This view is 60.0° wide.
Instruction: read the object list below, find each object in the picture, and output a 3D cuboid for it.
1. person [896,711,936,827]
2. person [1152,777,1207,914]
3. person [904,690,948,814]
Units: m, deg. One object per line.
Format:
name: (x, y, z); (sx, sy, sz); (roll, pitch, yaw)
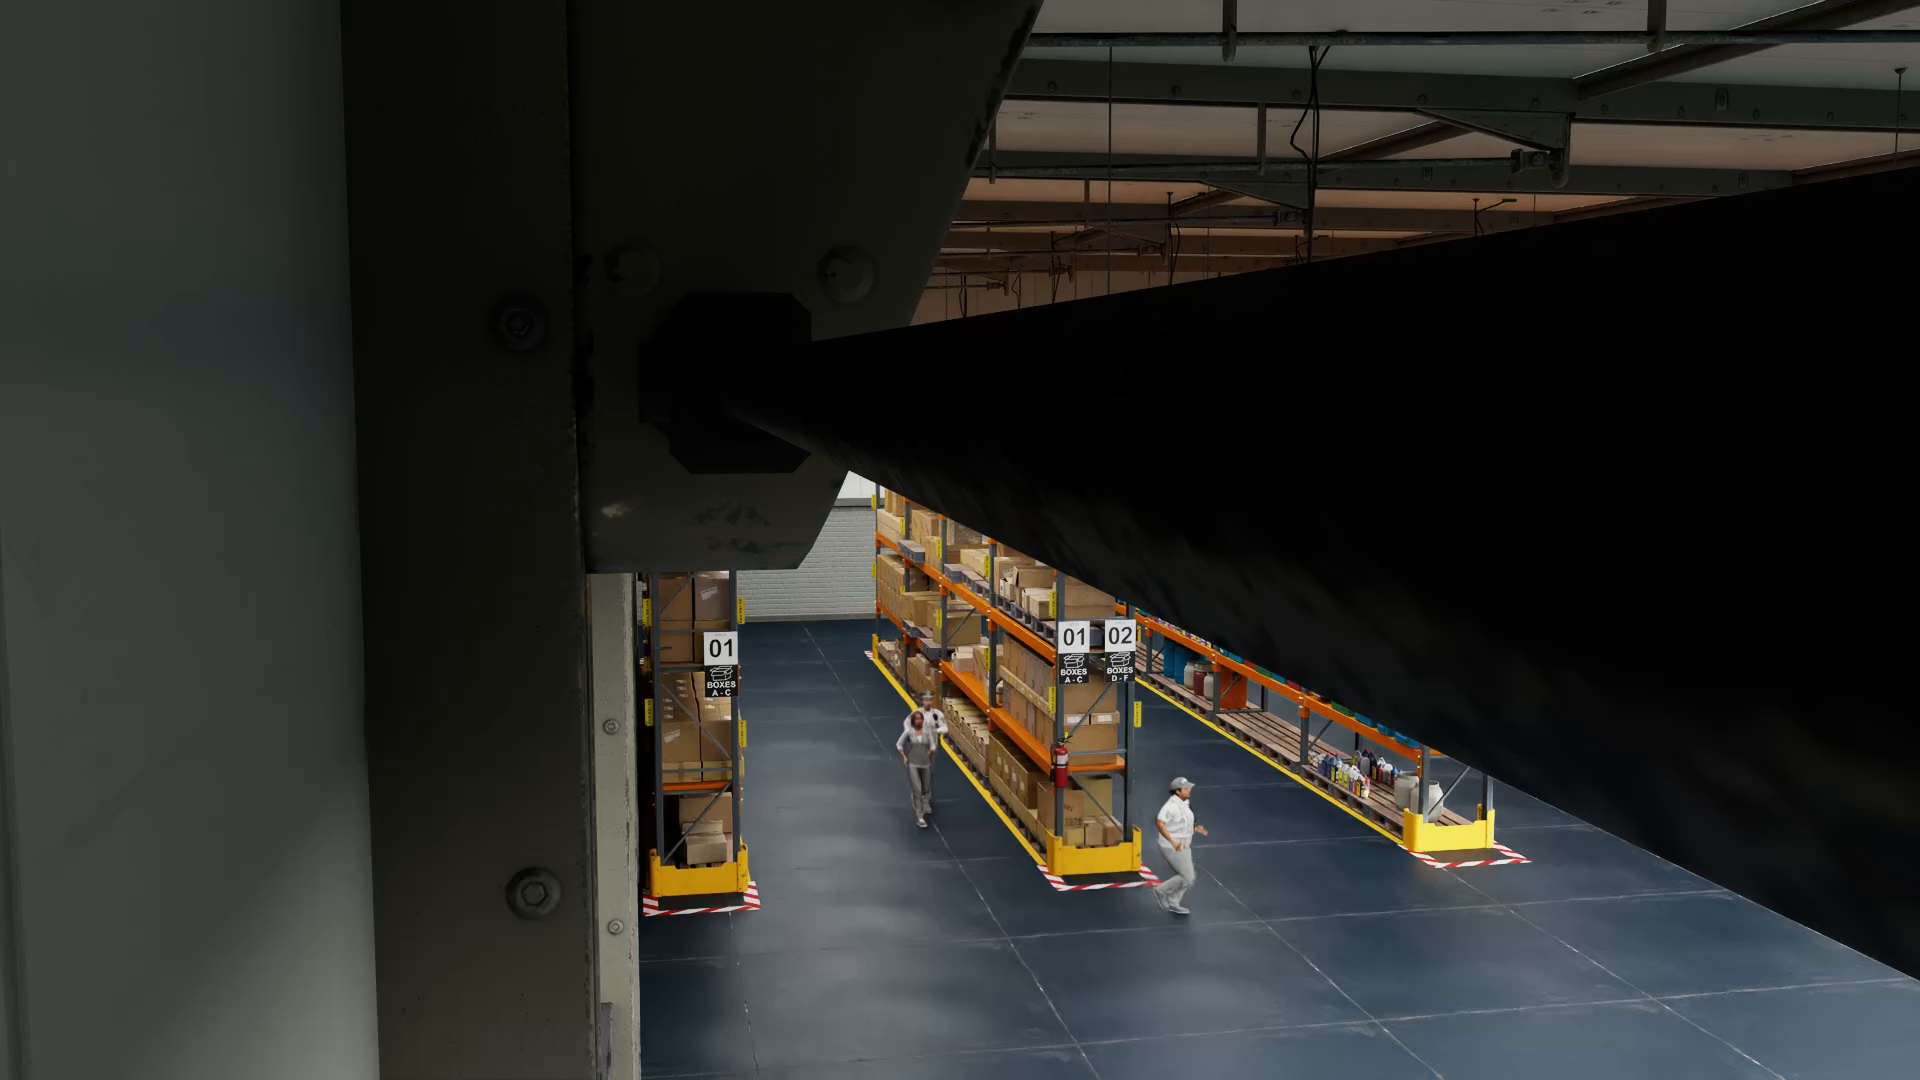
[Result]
person: (-0.601, 3.161, 23.254); (0.548, 1.568, 0.805); (-2, 6, -18)
person: (2.549, 3.552, 19.336); (0.582, 1.619, 0.647); (2, 6, 22)
person: (-0.485, 3.010, 24.035); (0.580, 1.716, 0.872); (-1, 6, -13)
